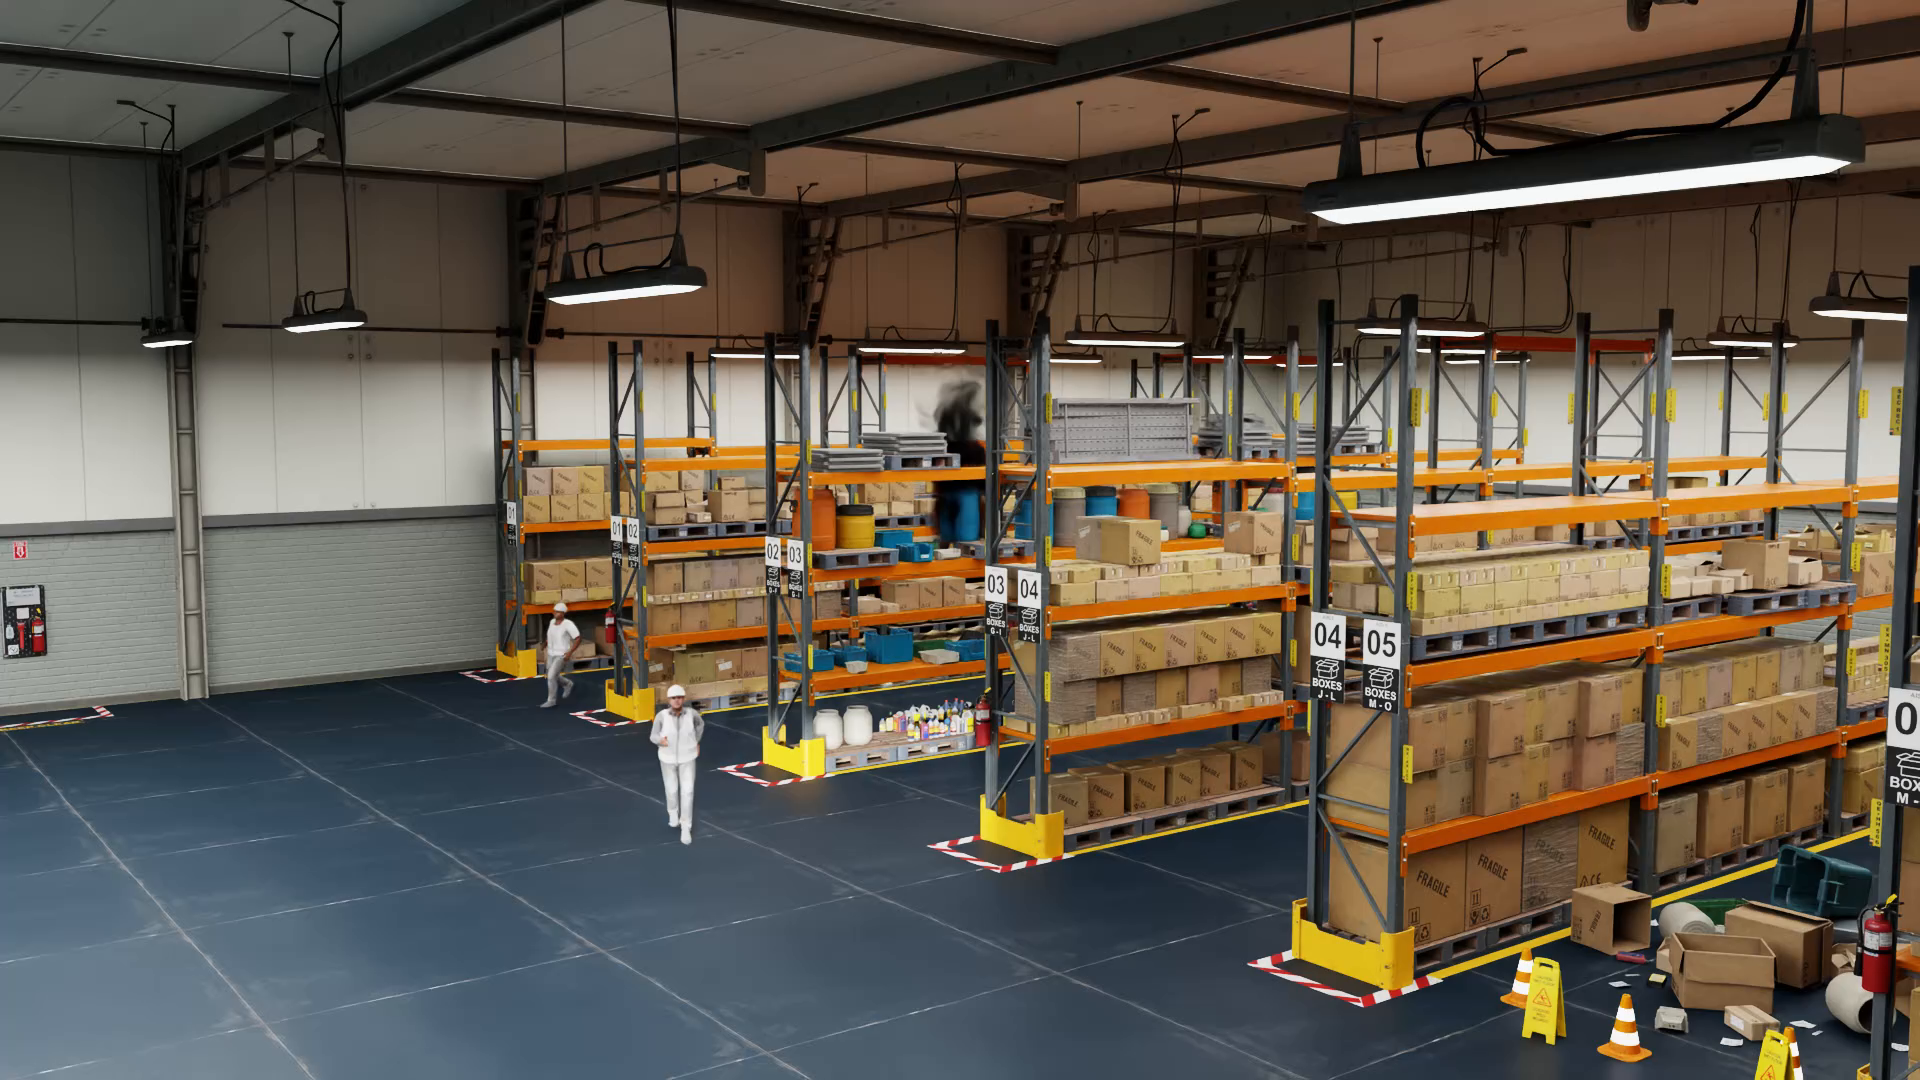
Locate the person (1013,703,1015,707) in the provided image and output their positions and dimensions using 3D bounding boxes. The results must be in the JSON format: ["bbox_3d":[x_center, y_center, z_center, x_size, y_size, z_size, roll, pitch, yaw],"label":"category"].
[{"bbox_3d":[1.167,1.911,27.751,0.607,1.658,0.849,5,7,43],"label":"person"}]

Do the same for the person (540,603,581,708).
[{"bbox_3d":[-6.589,1.898,27.573,0.749,1.740,0.743,4,6,35],"label":"person"}]

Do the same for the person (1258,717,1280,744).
[{"bbox_3d":[4.627,2.193,24.592,0.541,1.574,0.867,4,6,37],"label":"person"}]

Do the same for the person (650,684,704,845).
[{"bbox_3d":[-3.299,2.563,19.426,0.623,1.790,0.924,-1,5,-8],"label":"person"}]
